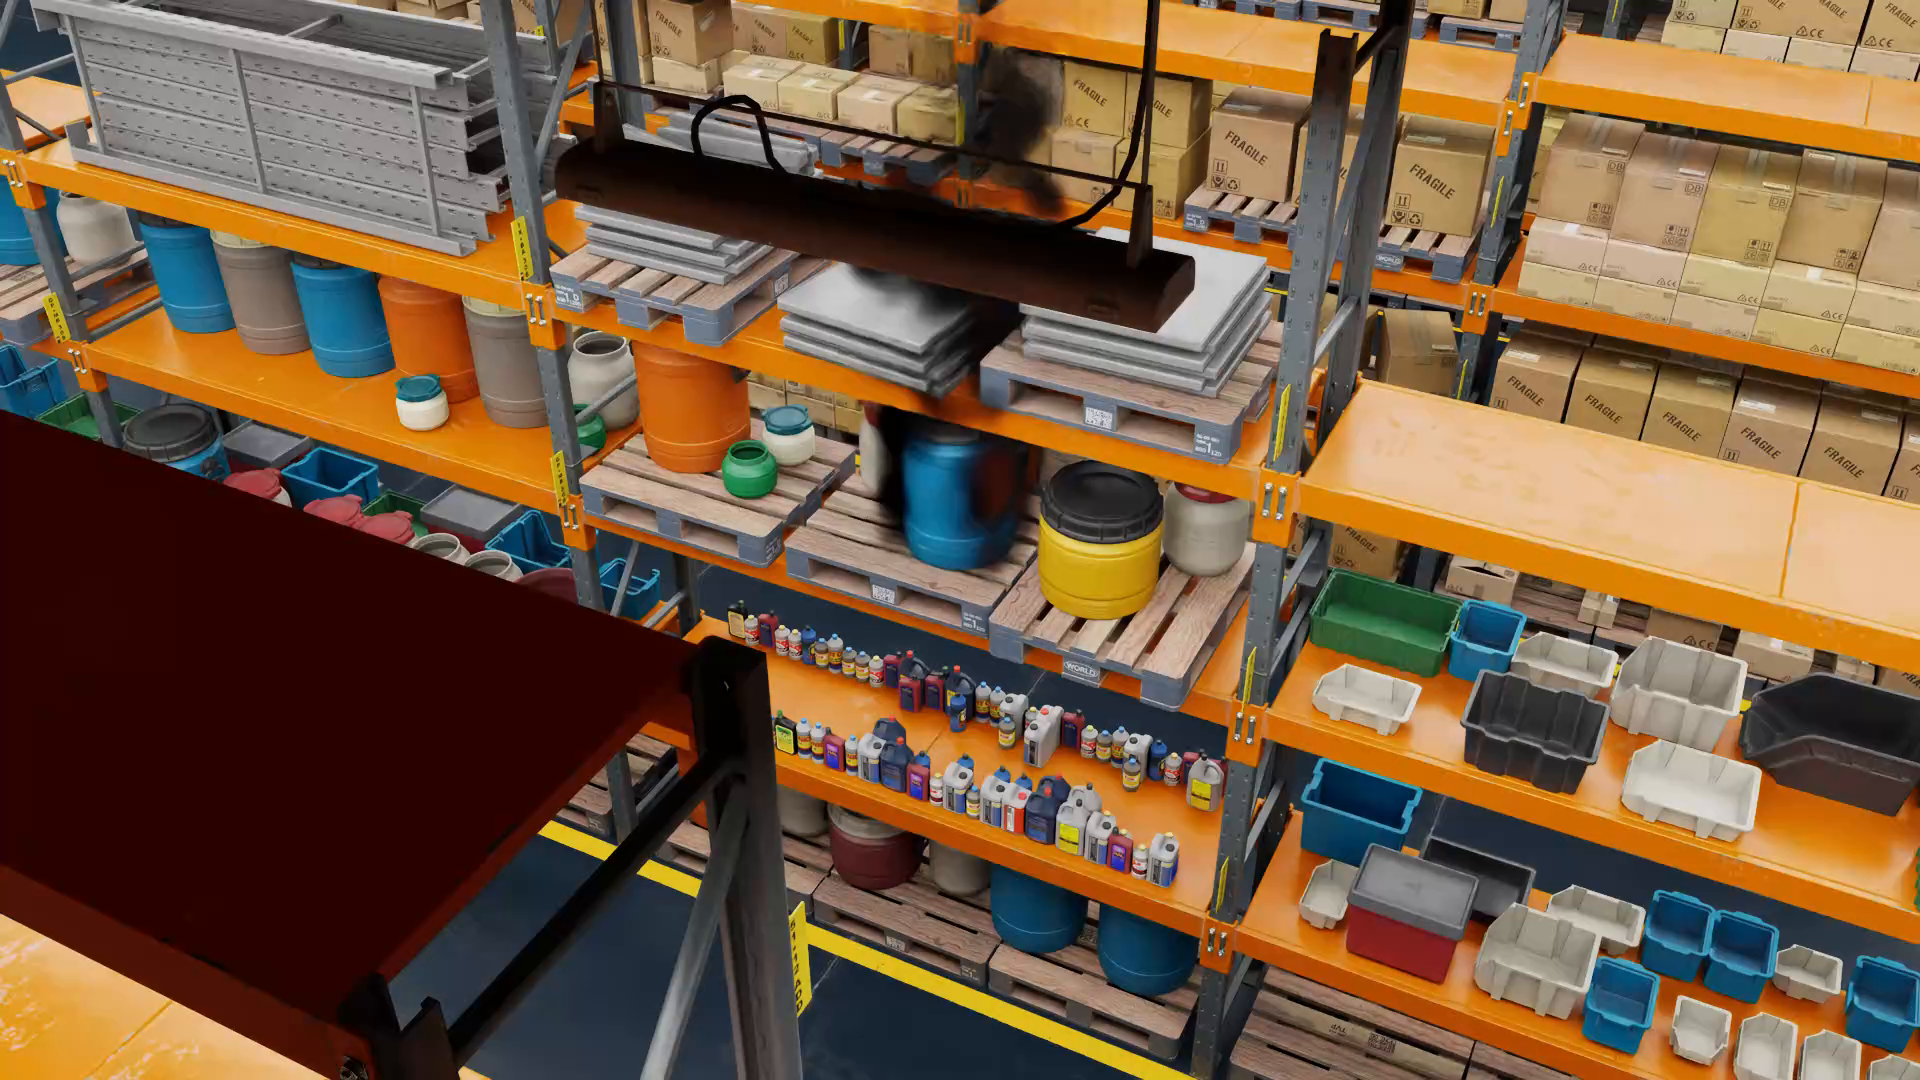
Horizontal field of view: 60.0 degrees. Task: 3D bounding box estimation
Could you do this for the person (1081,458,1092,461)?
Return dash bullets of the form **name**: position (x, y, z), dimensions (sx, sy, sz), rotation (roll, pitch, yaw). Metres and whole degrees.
- **person**: position (0.946, 0.123, 11.692), dimensions (0.770, 1.729, 0.610), rotation (18, 39, 23)
